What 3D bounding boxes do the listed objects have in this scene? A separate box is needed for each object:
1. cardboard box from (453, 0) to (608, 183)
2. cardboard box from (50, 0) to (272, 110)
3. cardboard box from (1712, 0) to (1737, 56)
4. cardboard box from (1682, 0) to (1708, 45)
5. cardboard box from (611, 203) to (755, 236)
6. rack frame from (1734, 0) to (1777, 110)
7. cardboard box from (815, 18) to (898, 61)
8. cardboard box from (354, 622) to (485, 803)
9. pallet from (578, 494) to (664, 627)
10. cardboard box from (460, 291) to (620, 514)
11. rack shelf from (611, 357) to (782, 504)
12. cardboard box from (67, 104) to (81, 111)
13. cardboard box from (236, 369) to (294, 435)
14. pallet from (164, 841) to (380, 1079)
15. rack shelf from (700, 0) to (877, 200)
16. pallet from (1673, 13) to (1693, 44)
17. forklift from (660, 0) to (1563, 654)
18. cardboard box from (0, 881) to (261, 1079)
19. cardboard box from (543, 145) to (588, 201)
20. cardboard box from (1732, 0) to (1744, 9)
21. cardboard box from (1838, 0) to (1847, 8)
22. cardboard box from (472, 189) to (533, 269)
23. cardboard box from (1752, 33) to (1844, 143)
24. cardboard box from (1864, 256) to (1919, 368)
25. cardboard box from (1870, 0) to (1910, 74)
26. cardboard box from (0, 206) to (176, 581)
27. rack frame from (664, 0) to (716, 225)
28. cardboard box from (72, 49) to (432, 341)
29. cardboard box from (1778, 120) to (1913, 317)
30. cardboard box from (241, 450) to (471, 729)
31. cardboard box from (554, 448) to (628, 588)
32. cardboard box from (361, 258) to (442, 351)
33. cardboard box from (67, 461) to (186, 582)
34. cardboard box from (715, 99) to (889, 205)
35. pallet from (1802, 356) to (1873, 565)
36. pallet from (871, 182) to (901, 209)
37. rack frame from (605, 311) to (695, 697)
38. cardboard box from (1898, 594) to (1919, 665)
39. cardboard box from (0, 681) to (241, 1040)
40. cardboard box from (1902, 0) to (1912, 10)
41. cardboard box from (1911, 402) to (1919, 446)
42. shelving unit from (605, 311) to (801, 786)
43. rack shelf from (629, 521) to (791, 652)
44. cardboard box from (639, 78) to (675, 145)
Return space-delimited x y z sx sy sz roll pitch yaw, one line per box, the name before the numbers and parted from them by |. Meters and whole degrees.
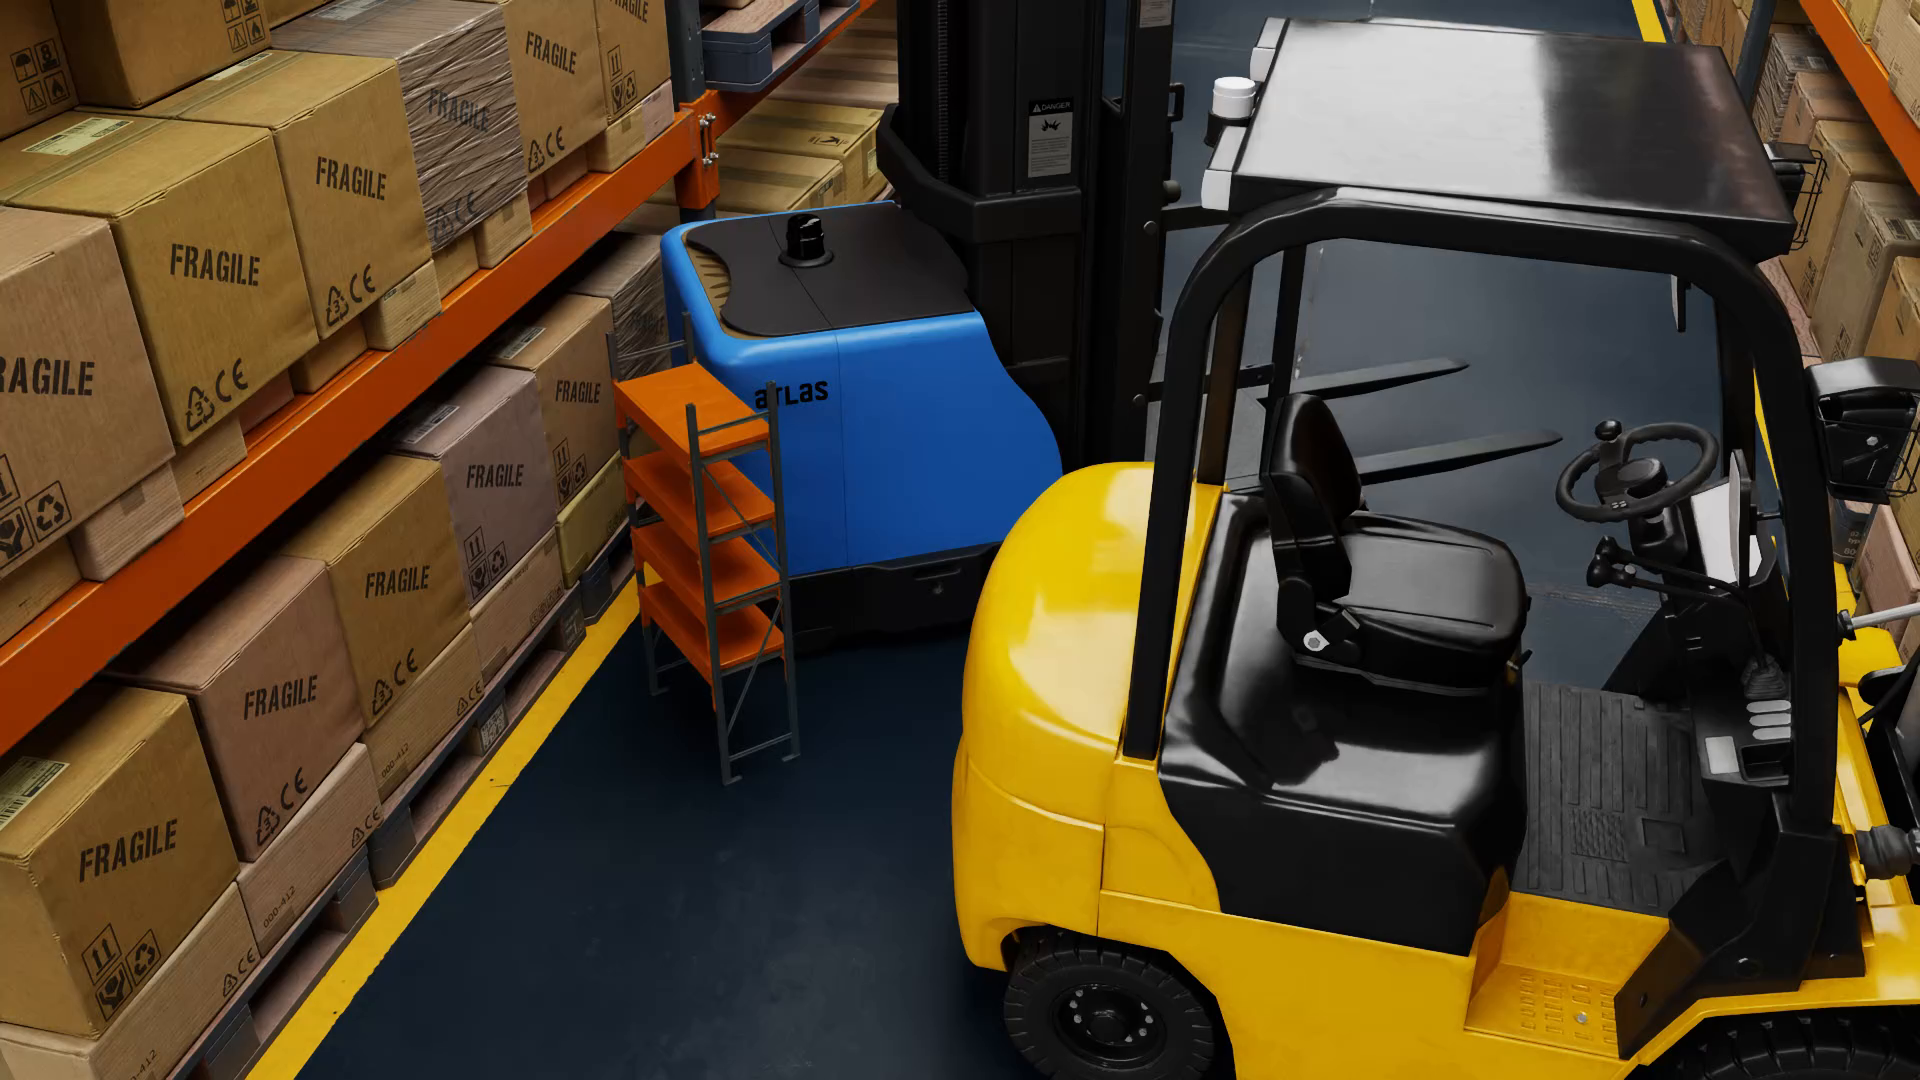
cardboard box | -1.364 -1.353 4.712 0.500 0.500 0.500 9 34 14
cardboard box | -2.038 -1.307 3.708 0.700 0.500 0.500 8 33 12
cardboard box | 4.486 -2.749 9.217 0.500 0.500 0.500 8 33 12
cardboard box | 4.730 -3.293 10.073 0.500 0.500 0.500 7 33 11
cardboard box | -1.237 -1.059 6.678 0.950 0.372 0.625 8 33 13
rack frame | 4.450 -3.120 7.862 1.000 3.000 0.127 8 33 12
cardboard box | -0.506 -2.570 9.055 0.950 0.372 0.625 6 33 9
cardboard box | -1.647 0.411 4.479 0.500 0.250 0.500 10 34 16
pallet | -1.504 -0.188 5.849 1.003 0.211 1.213 8 33 12
cardboard box | -1.386 -0.444 5.125 0.500 0.500 0.500 9 33 13
rack shelf | -0.695 -0.295 4.363 0.258 0.148 0.480 -19 37 -27
cardboard box | -2.103 -0.908 4.012 0.500 0.500 0.500 8 33 13
cardboard box | -1.749 -0.354 3.745 0.380 0.149 0.250 9 34 14
pallet | -2.123 1.078 3.857 1.003 0.211 1.213 8 33 12
rack shelf | -0.860 -2.452 7.482 1.077 0.370 4.000 8 33 12
pallet | 4.987 -2.957 10.204 1.003 0.211 1.213 8 33 12
forklift | 0.599 -1.338 5.122 3.031 2.935 1.130 -10 34 -15
cardboard box | -1.911 0.960 3.616 0.500 0.250 0.500 8 33 12
cardboard box | -1.353 -1.149 4.995 0.380 0.149 0.250 8 33 13
cardboard box | 4.369 -2.953 8.933 0.380 0.149 0.250 6 33 10
cardboard box | 3.844 -2.331 6.761 0.500 0.250 0.500 7 33 11
cardboard box | -1.409 -0.876 4.566 0.380 0.149 0.250 8 33 12
cardboard box | 4.278 -1.973 7.880 0.875 0.625 0.625 9 34 14
cardboard box | 3.556 -0.492 5.549 0.875 0.625 0.625 9 34 15
cardboard box | 3.587 -1.793 5.915 0.500 0.250 0.500 8 33 13
cardboard box | -1.866 -0.287 3.036 0.500 0.500 0.500 9 34 14
rack frame | -1.368 -1.718 5.657 1.000 3.000 0.127 8 33 12
cardboard box | -1.617 -0.817 3.869 0.500 0.500 0.500 7 33 11
cardboard box | 3.949 -1.284 6.795 0.875 0.625 0.625 7 33 10
cardboard box | -1.641 0.100 4.270 0.500 0.500 0.500 9 33 13
cardboard box | -1.383 -0.114 5.305 0.500 0.250 0.500 7 33 11
cardboard box | -1.533 -0.609 4.146 0.380 0.149 0.250 8 33 13
cardboard box | -1.791 -0.069 3.298 0.380 0.149 0.250 9 33 13
cardboard box | -0.883 -1.793 7.833 0.950 0.372 0.625 9 34 14
pallet | 3.584 -0.255 5.955 1.003 0.211 1.213 8 33 12
pallet | -0.864 -1.581 8.040 1.003 0.211 1.213 8 33 12
rack frame | -0.829 -0.073 4.746 0.240 1.200 0.015 -19 37 -27
cardboard box | 2.878 0.410 4.480 0.500 0.250 0.500 7 33 11
cardboard box | -1.905 0.631 3.434 0.500 0.500 0.500 7 33 11
cardboard box | 3.571 -2.014 5.796 0.500 0.250 0.500 9 33 13
cardboard box | 3.008 -0.275 4.626 0.500 0.250 0.500 8 33 12
shelving unit | -0.695 0.037 4.574 0.258 1.200 0.503 -19 37 -27
rack shelf | -0.695 0.094 4.610 0.258 0.148 0.480 -19 37 -27
cardboard box | -1.154 -1.404 5.396 0.380 0.149 0.250 8 33 12
